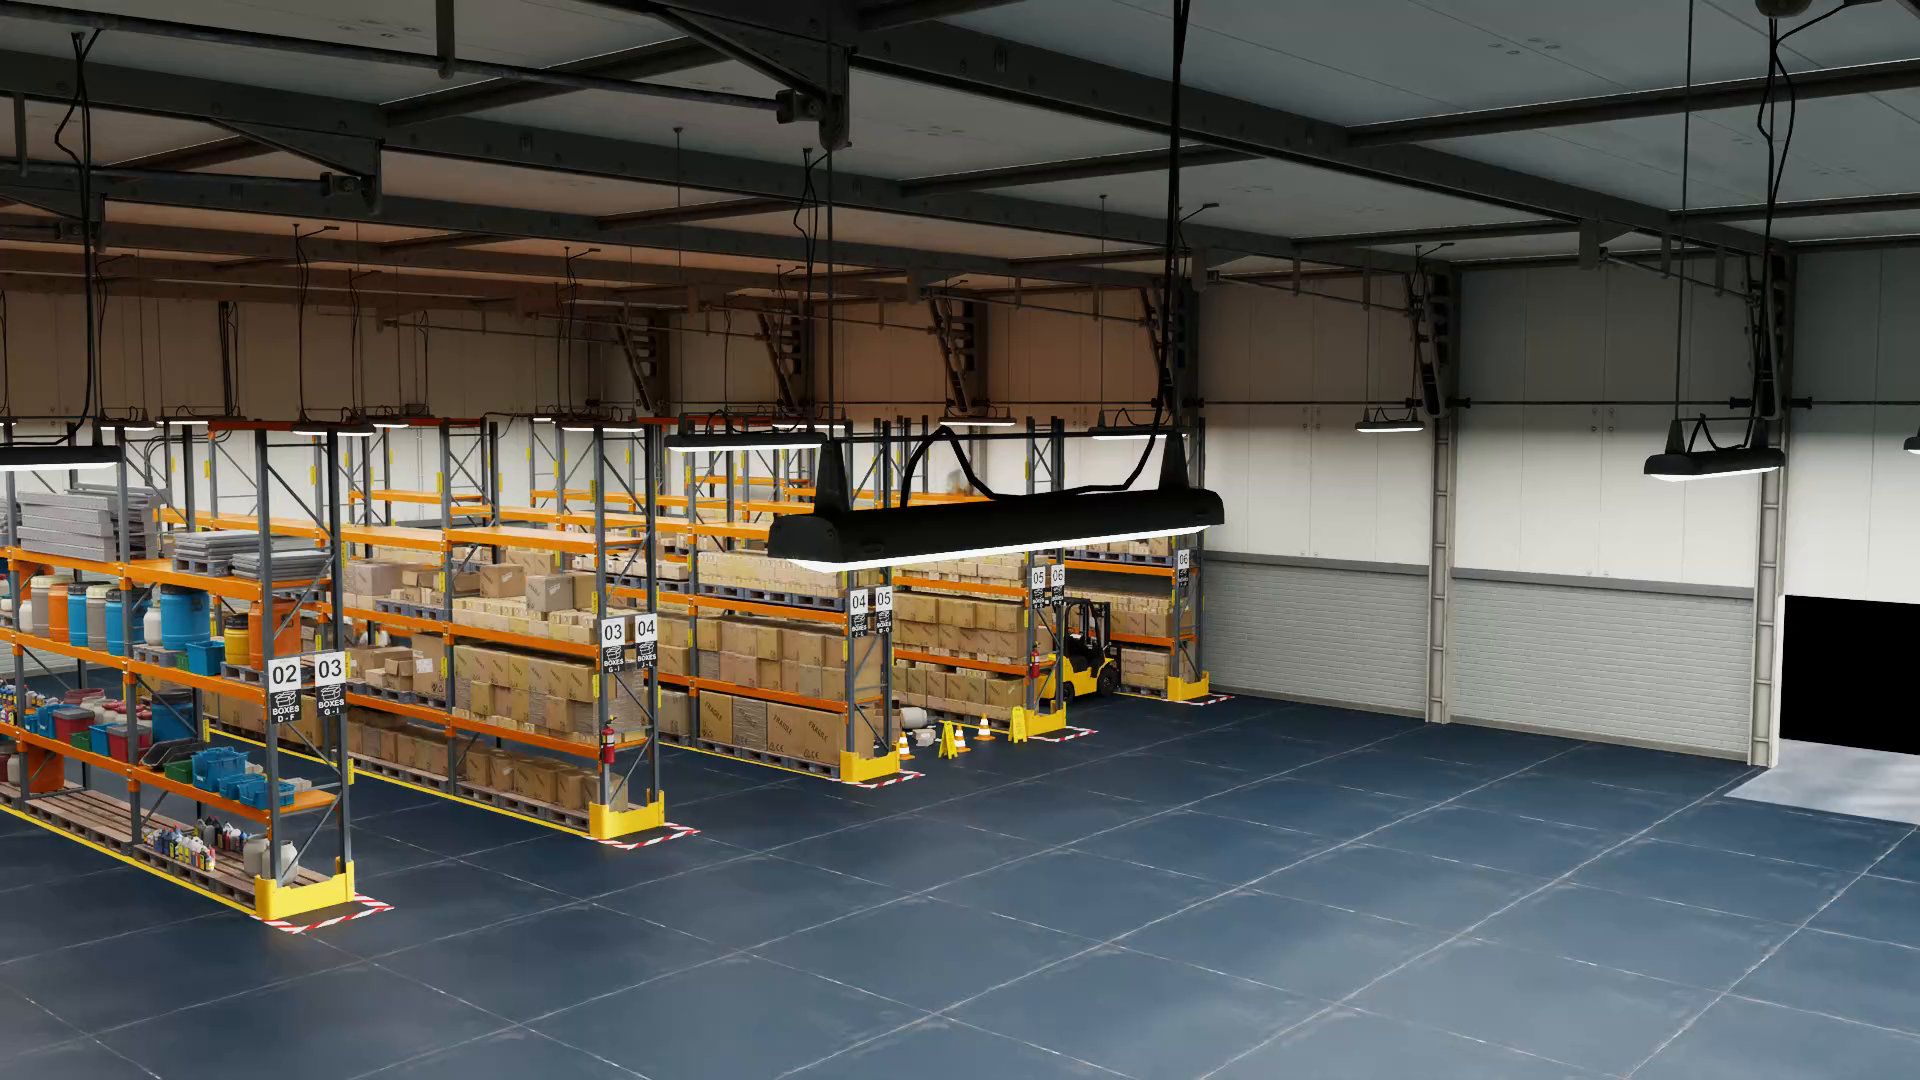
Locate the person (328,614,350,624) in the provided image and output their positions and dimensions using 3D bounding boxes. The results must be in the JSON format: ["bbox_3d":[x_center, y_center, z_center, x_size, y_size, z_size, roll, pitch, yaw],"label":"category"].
[{"bbox_3d":[-14.757,2.281,39.254,0.748,1.633,0.695,5,7,44],"label":"person"}]

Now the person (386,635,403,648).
[{"bbox_3d":[-13.849,2.156,40.431,0.544,1.697,0.712,4,6,40],"label":"person"}]

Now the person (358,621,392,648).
[{"bbox_3d":[-12.304,2.532,35.198,0.597,1.745,0.662,5,7,44],"label":"person"}]
